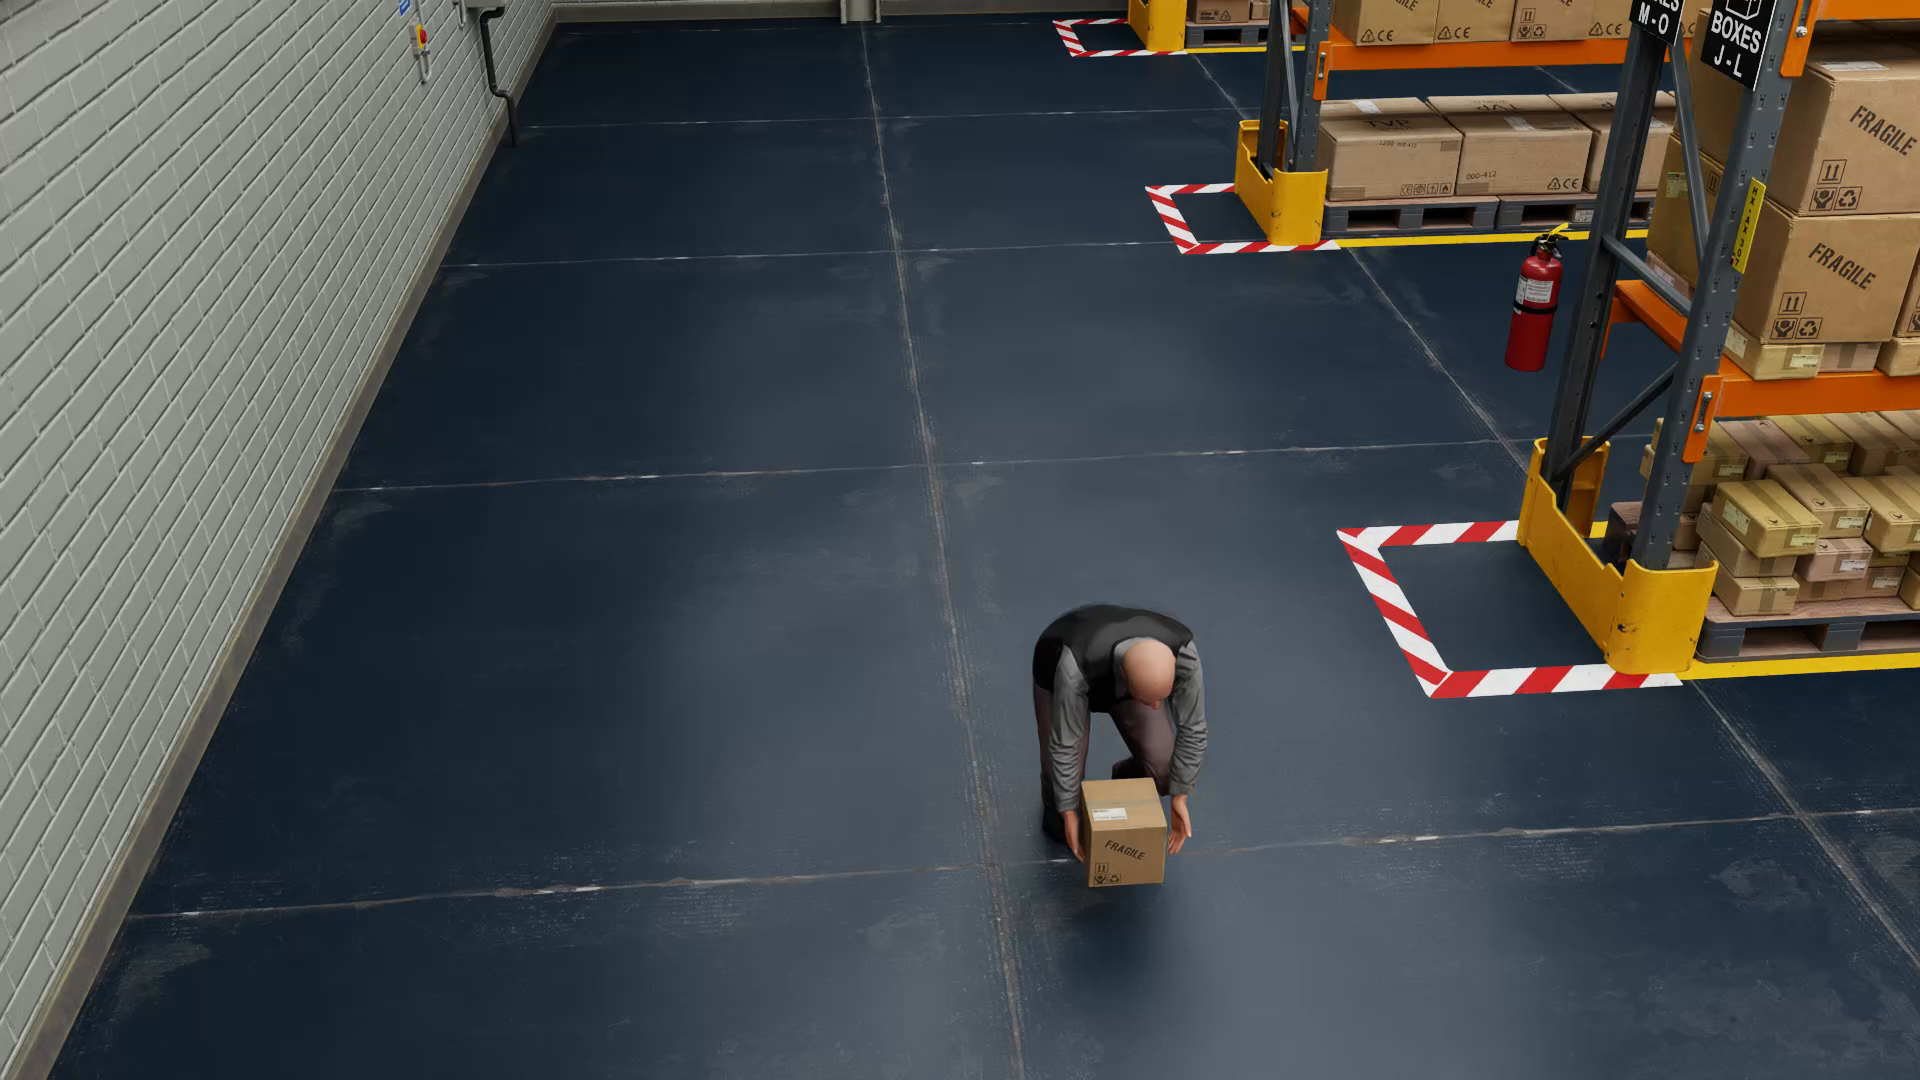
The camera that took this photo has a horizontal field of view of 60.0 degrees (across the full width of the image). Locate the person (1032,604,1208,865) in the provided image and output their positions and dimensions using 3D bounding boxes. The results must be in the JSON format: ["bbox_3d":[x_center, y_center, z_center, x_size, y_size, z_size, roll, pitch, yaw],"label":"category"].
[{"bbox_3d":[0.545,0.620,5.787,0.551,1.042,0.847,-3,31,-5],"label":"person"}]
